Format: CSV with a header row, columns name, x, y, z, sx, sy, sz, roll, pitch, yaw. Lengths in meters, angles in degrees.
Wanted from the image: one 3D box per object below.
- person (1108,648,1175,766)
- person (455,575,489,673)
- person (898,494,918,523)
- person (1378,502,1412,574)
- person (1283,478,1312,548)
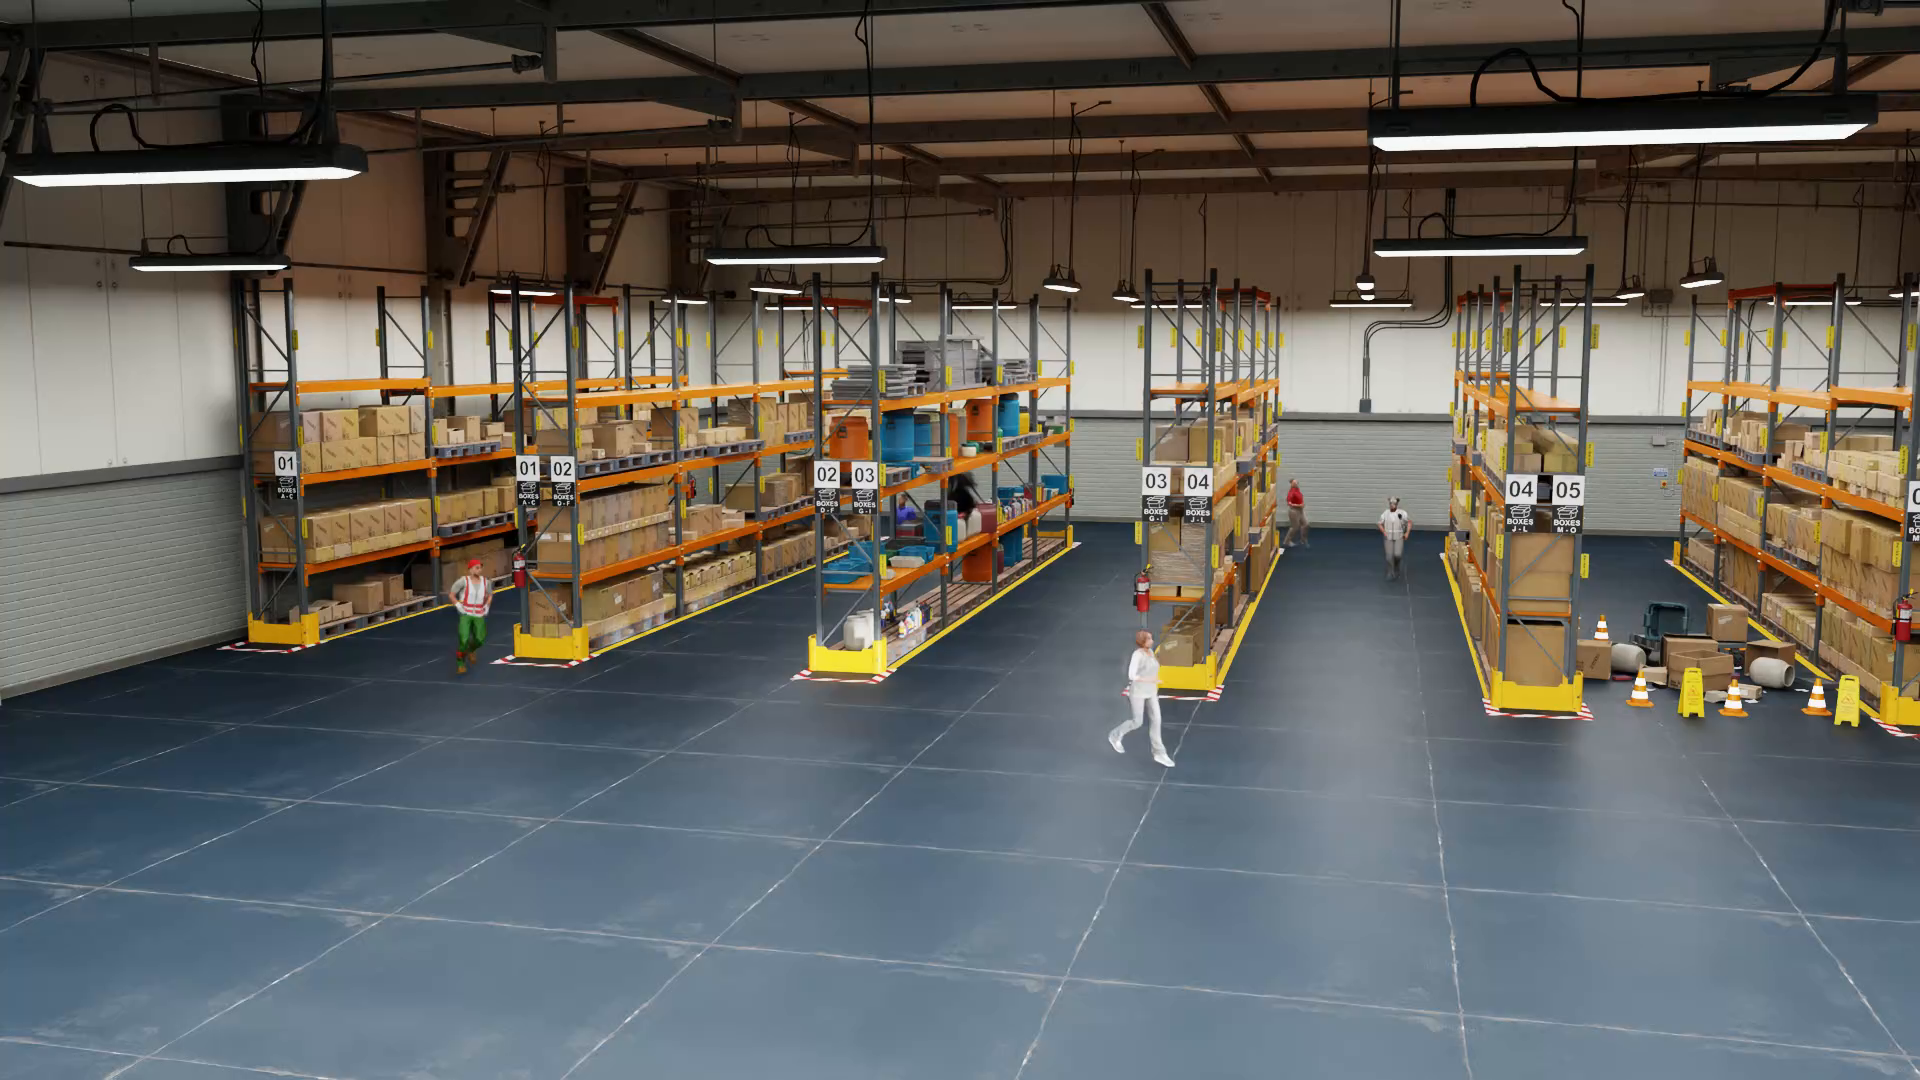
name,x,y,z,sx,sy,sz,roll,pitch,yaw
person,2.152,1.951,19.682,0.889,1.374,0.346,6,9,41
person,-7.445,1.252,25.317,0.509,1.472,0.577,-4,8,-29
person,-1.105,-0.063,33.034,0.562,1.698,0.795,2,7,13
person,9.095,-0.053,34.871,0.667,1.605,0.547,3,7,21
person,8.104,-0.633,40.150,0.632,1.736,0.785,4,8,31
